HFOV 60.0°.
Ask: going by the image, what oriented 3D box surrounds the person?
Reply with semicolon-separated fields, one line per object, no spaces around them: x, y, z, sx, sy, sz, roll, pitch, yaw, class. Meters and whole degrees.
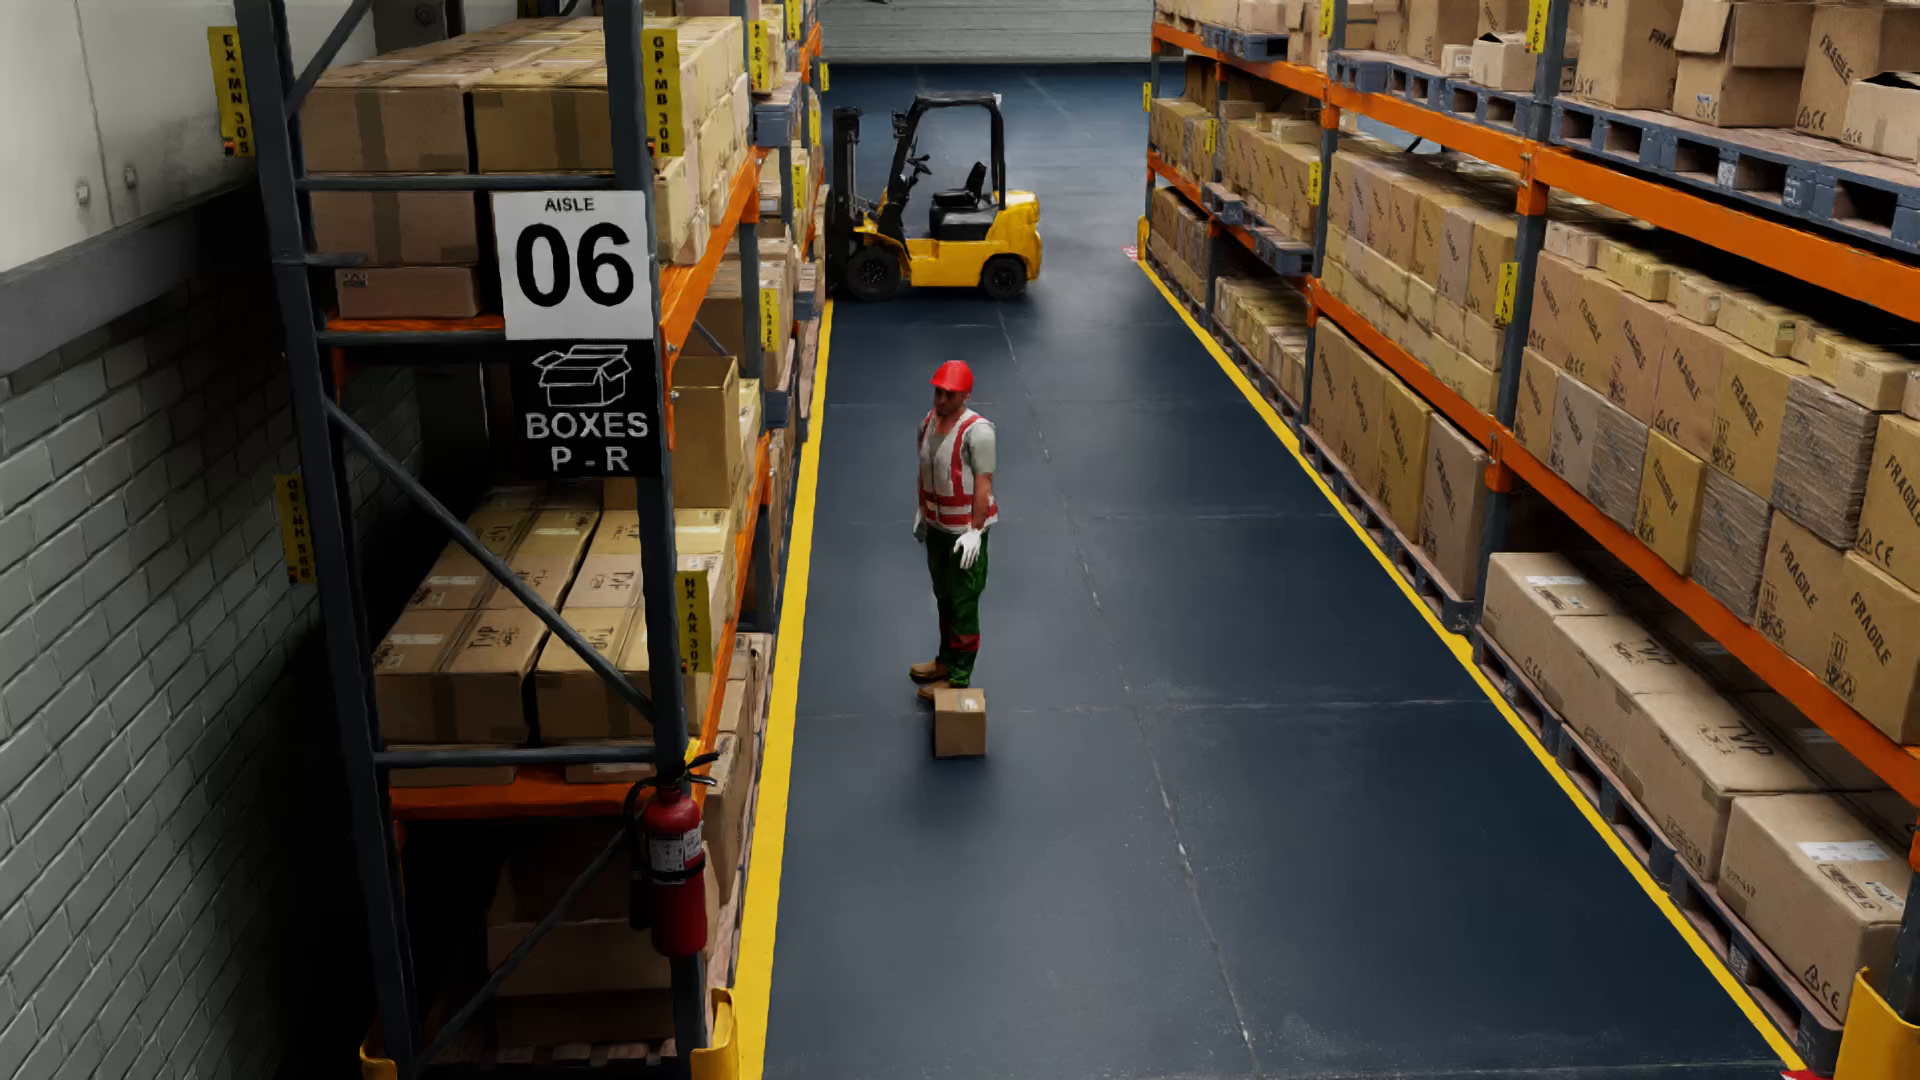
-0.105;-0.059;8.627;0.514;1.794;0.621;-16;26;-38;person
